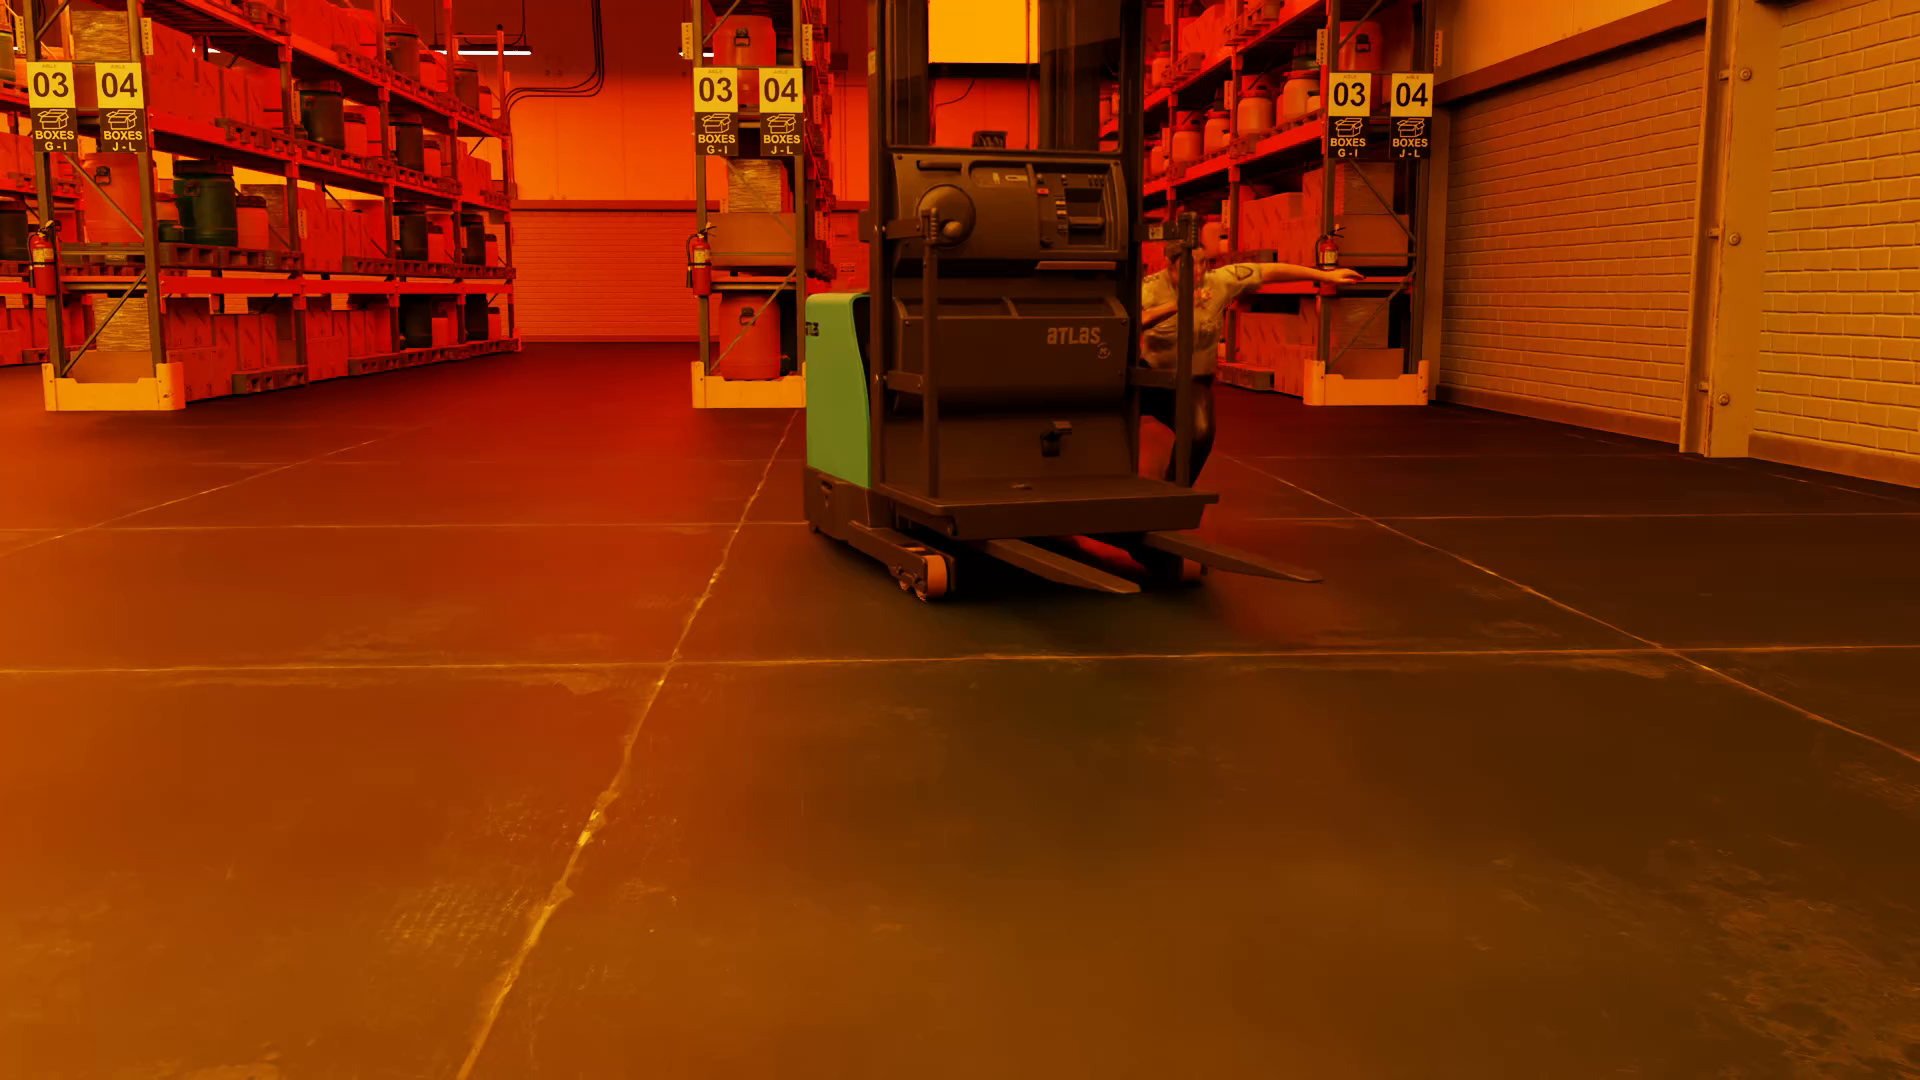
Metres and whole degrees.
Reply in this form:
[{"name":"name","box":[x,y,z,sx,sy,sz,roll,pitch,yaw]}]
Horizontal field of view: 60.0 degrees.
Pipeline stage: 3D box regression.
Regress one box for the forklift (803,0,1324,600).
[{"name":"forklift","box":[0.272,-1.304,6.111,1.130,2.935,3.031,-3,9,-19]}]

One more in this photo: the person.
[{"name":"person","box":[1.038,-0.720,7.306,1.498,1.268,0.733,-1,8,-6]}]
